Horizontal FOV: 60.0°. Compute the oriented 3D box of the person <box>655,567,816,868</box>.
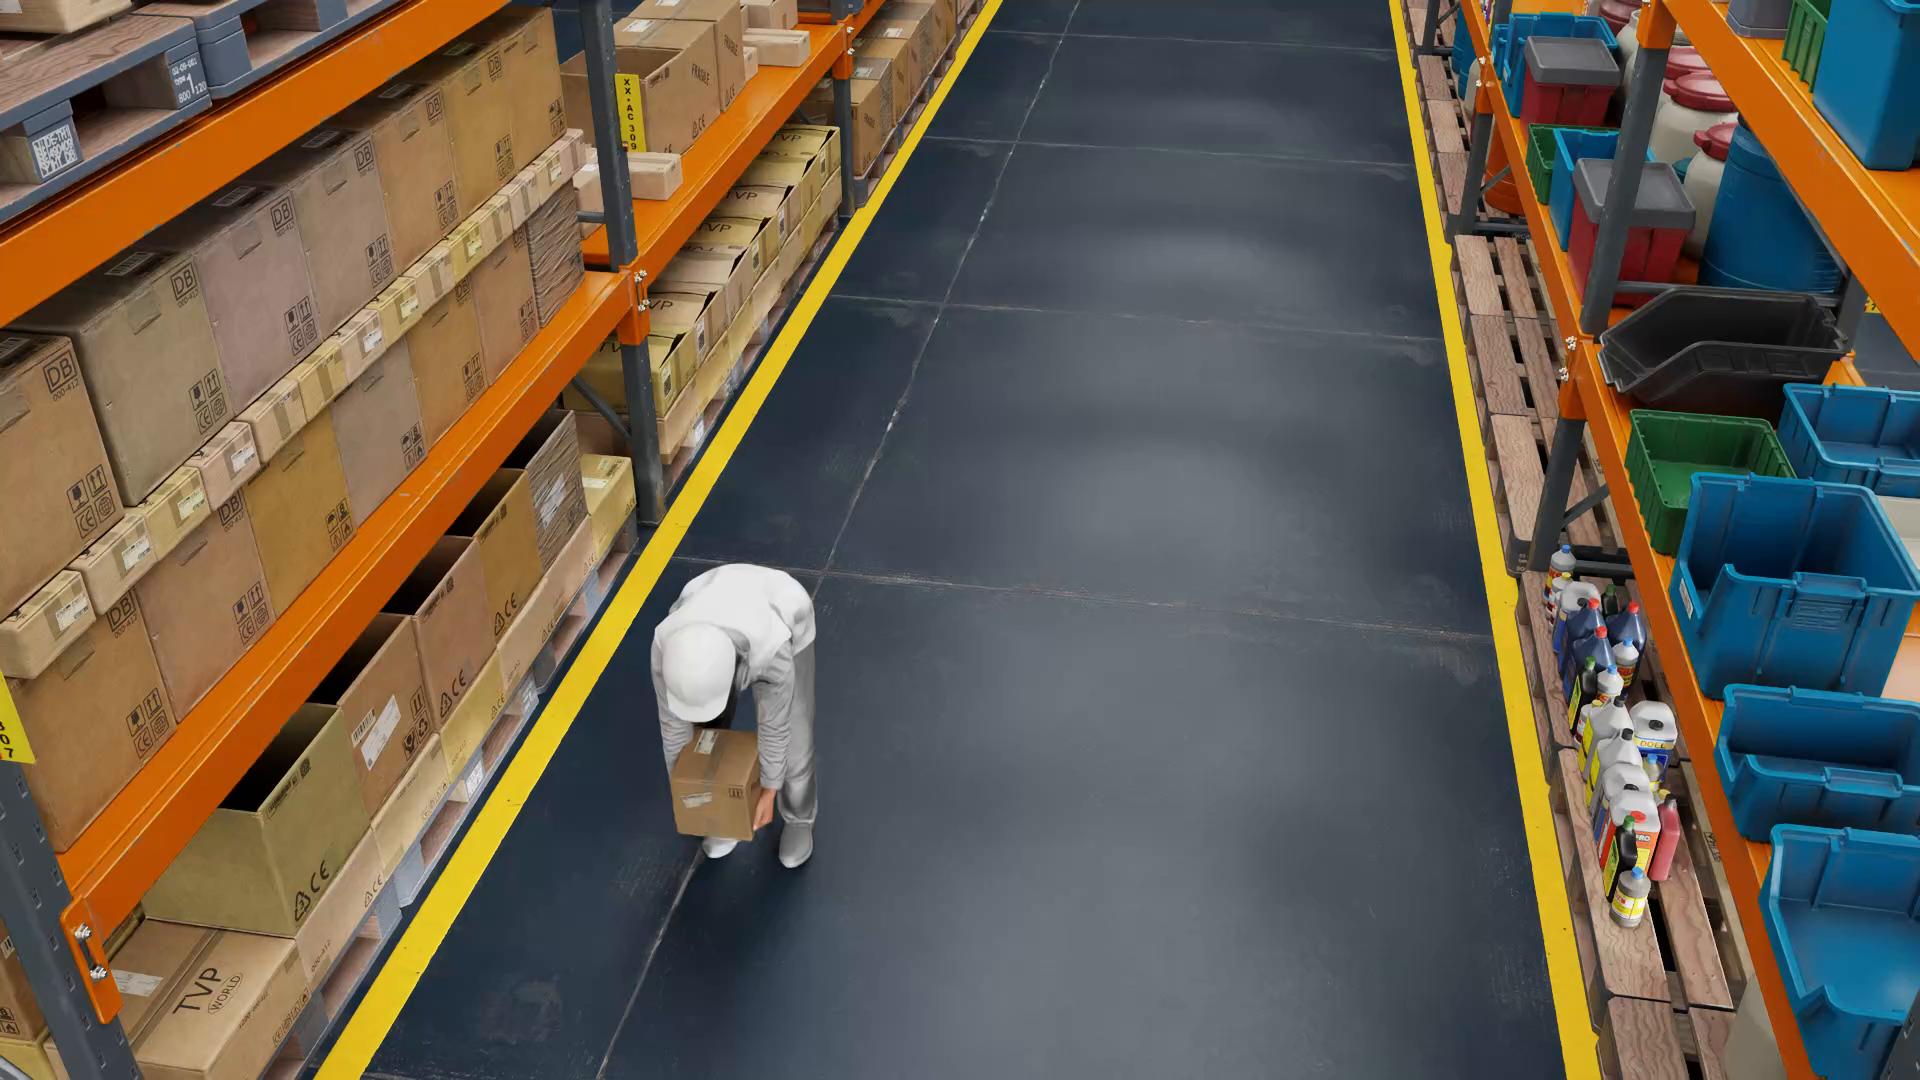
[{"bbox_3d":[-0.746,0.635,5.534,0.455,1.317,0.949,4,32,7],"label":"person"}]
